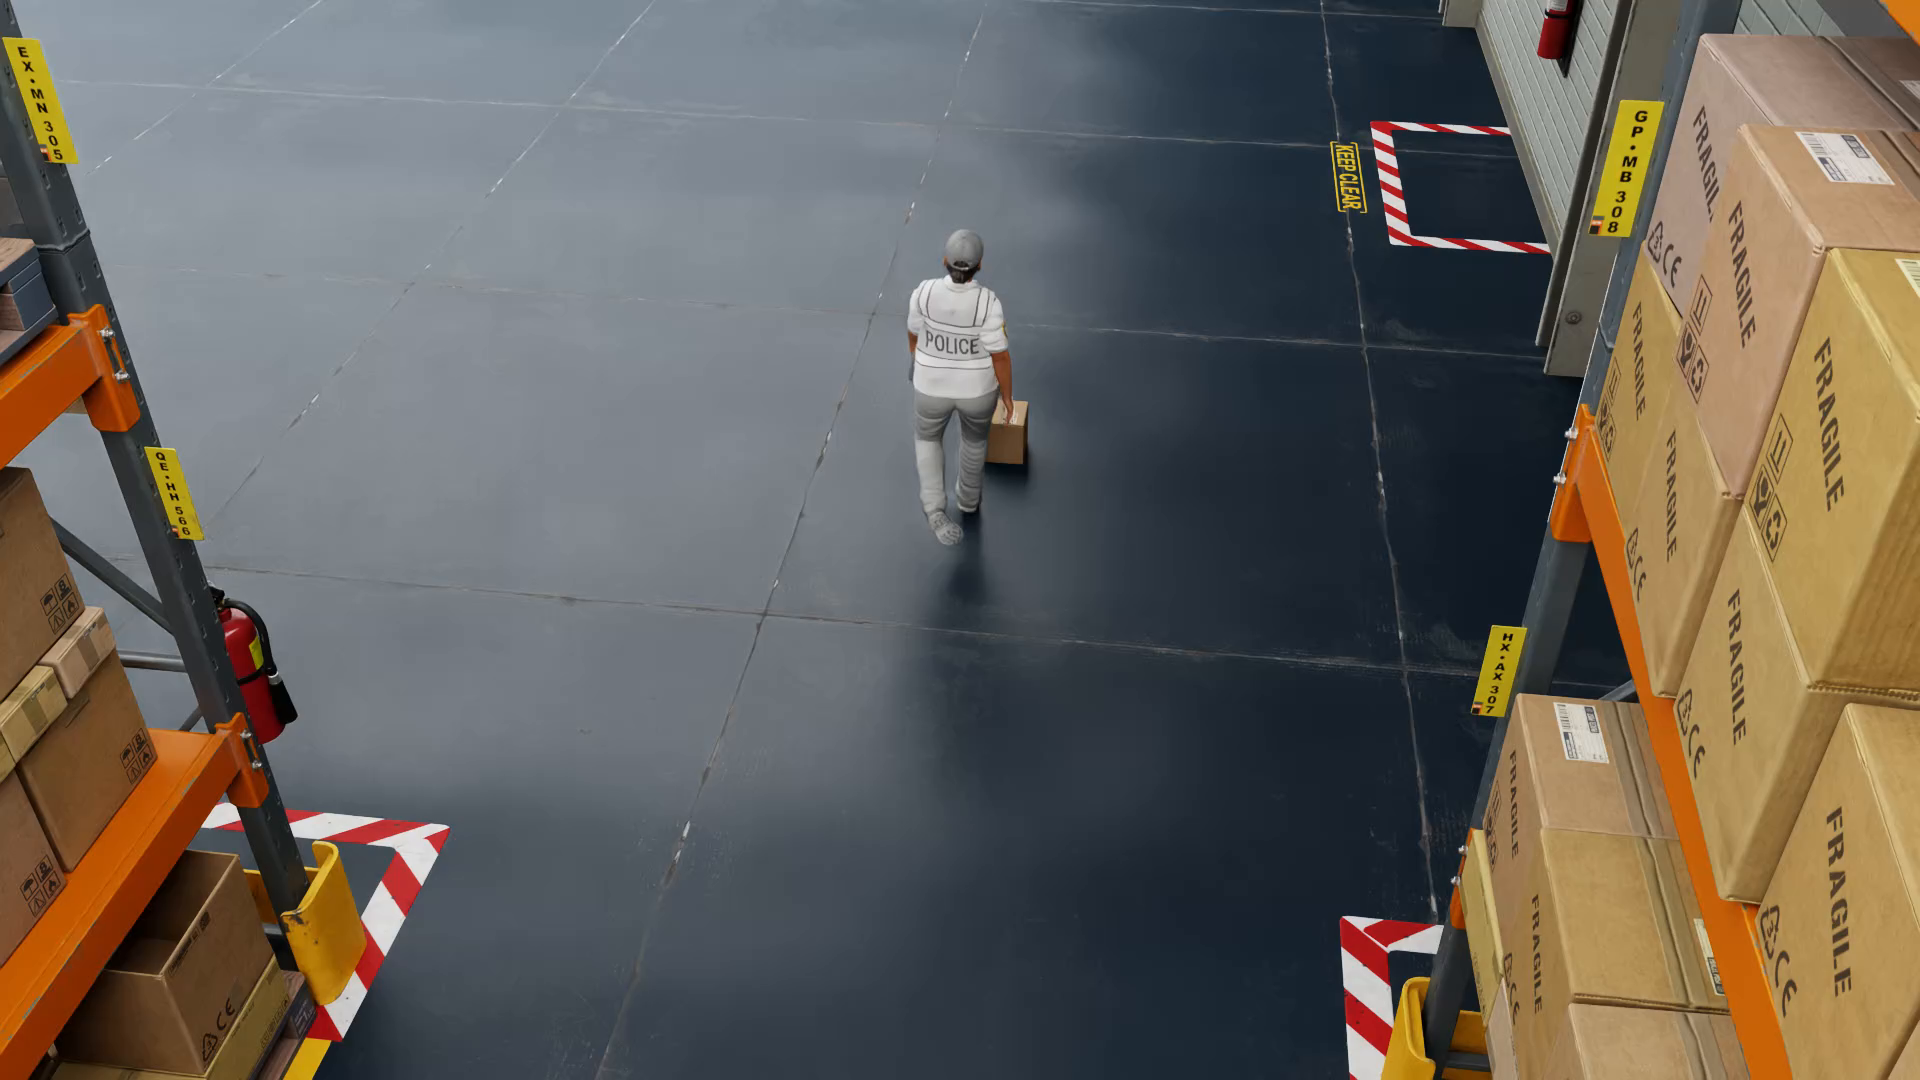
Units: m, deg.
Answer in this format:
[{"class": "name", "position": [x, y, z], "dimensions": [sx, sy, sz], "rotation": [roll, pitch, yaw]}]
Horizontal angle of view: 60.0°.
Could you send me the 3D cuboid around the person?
[{"class": "person", "position": [0.005, -0.732, 8.053], "dimensions": [0.518, 1.684, 0.719], "rotation": [3, 36, 4]}]
